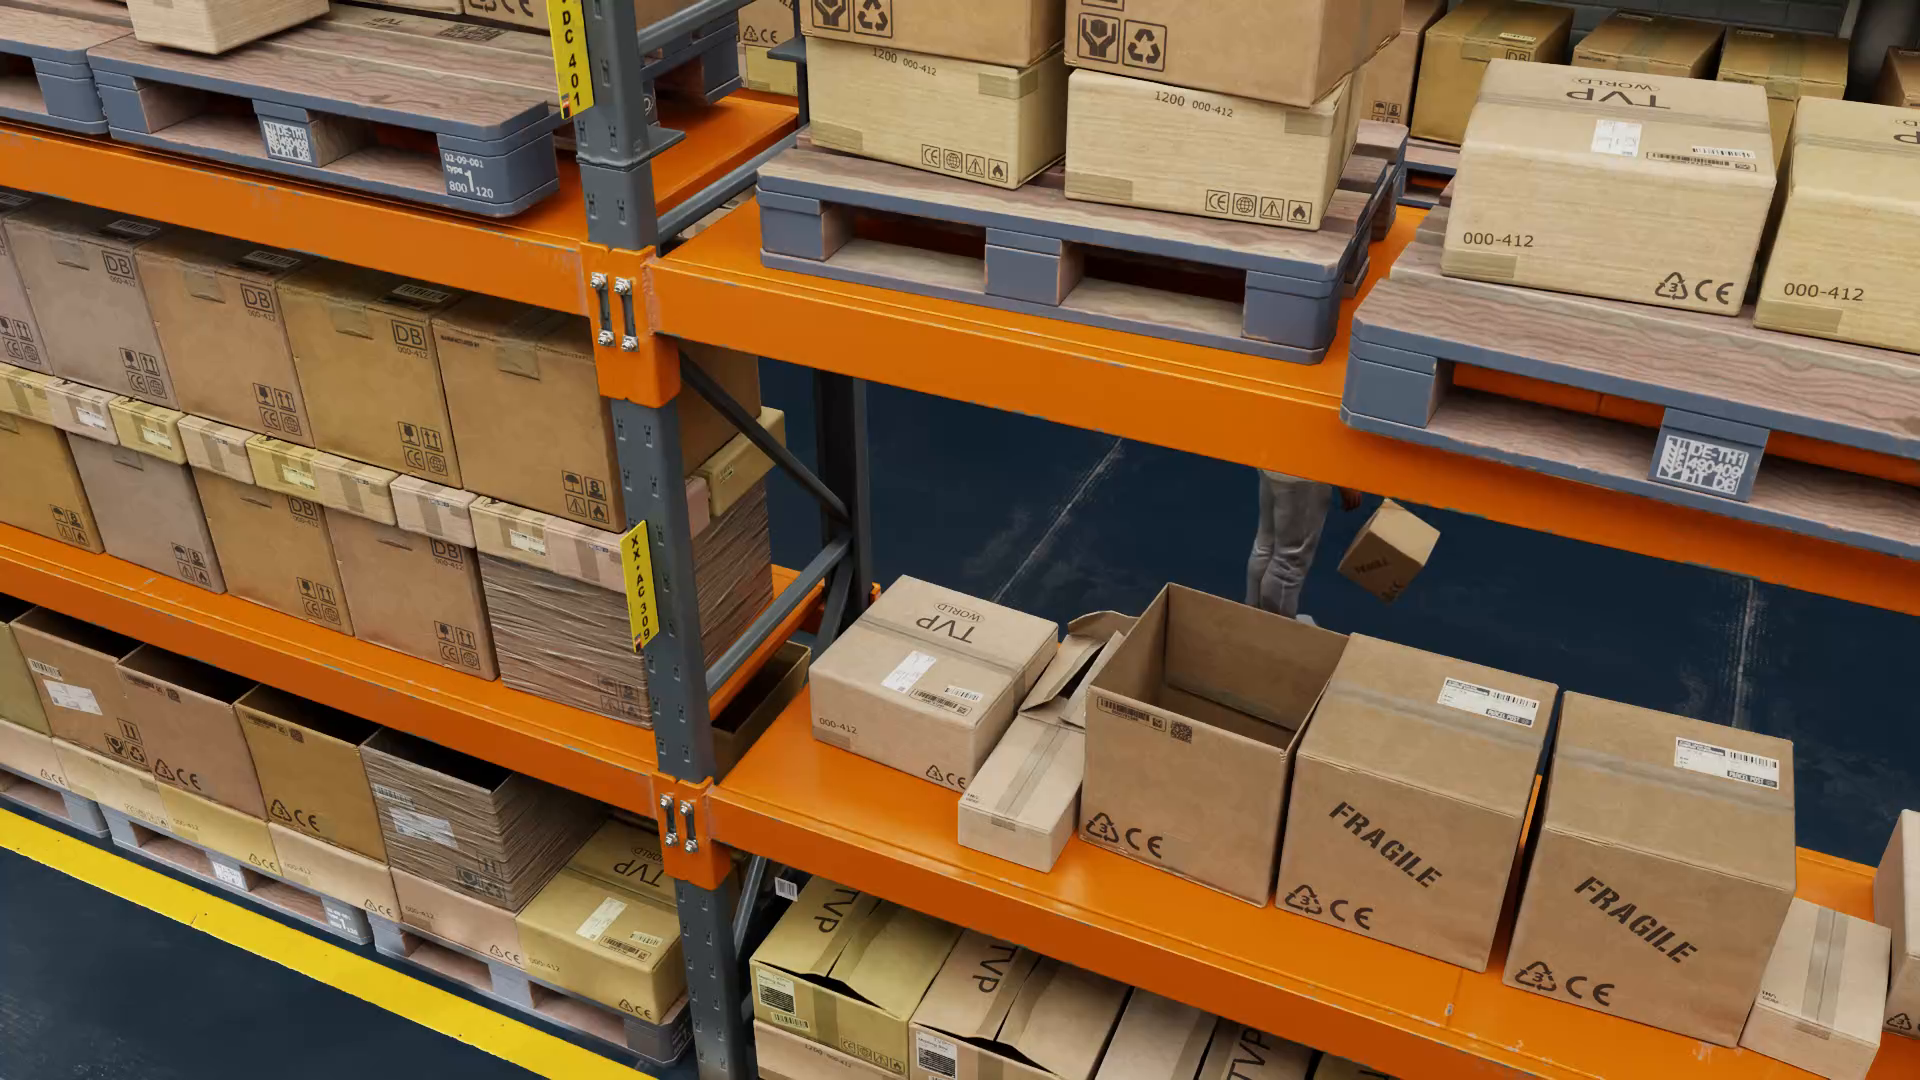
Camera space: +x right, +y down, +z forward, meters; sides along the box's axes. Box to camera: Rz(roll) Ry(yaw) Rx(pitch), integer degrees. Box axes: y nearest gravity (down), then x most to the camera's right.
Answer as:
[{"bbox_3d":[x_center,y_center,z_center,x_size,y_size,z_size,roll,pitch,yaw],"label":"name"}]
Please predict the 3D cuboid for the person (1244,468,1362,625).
[{"bbox_3d":[1.345,-0.305,6.555,0.431,1.768,0.618,-6,34,-9],"label":"person"}]
